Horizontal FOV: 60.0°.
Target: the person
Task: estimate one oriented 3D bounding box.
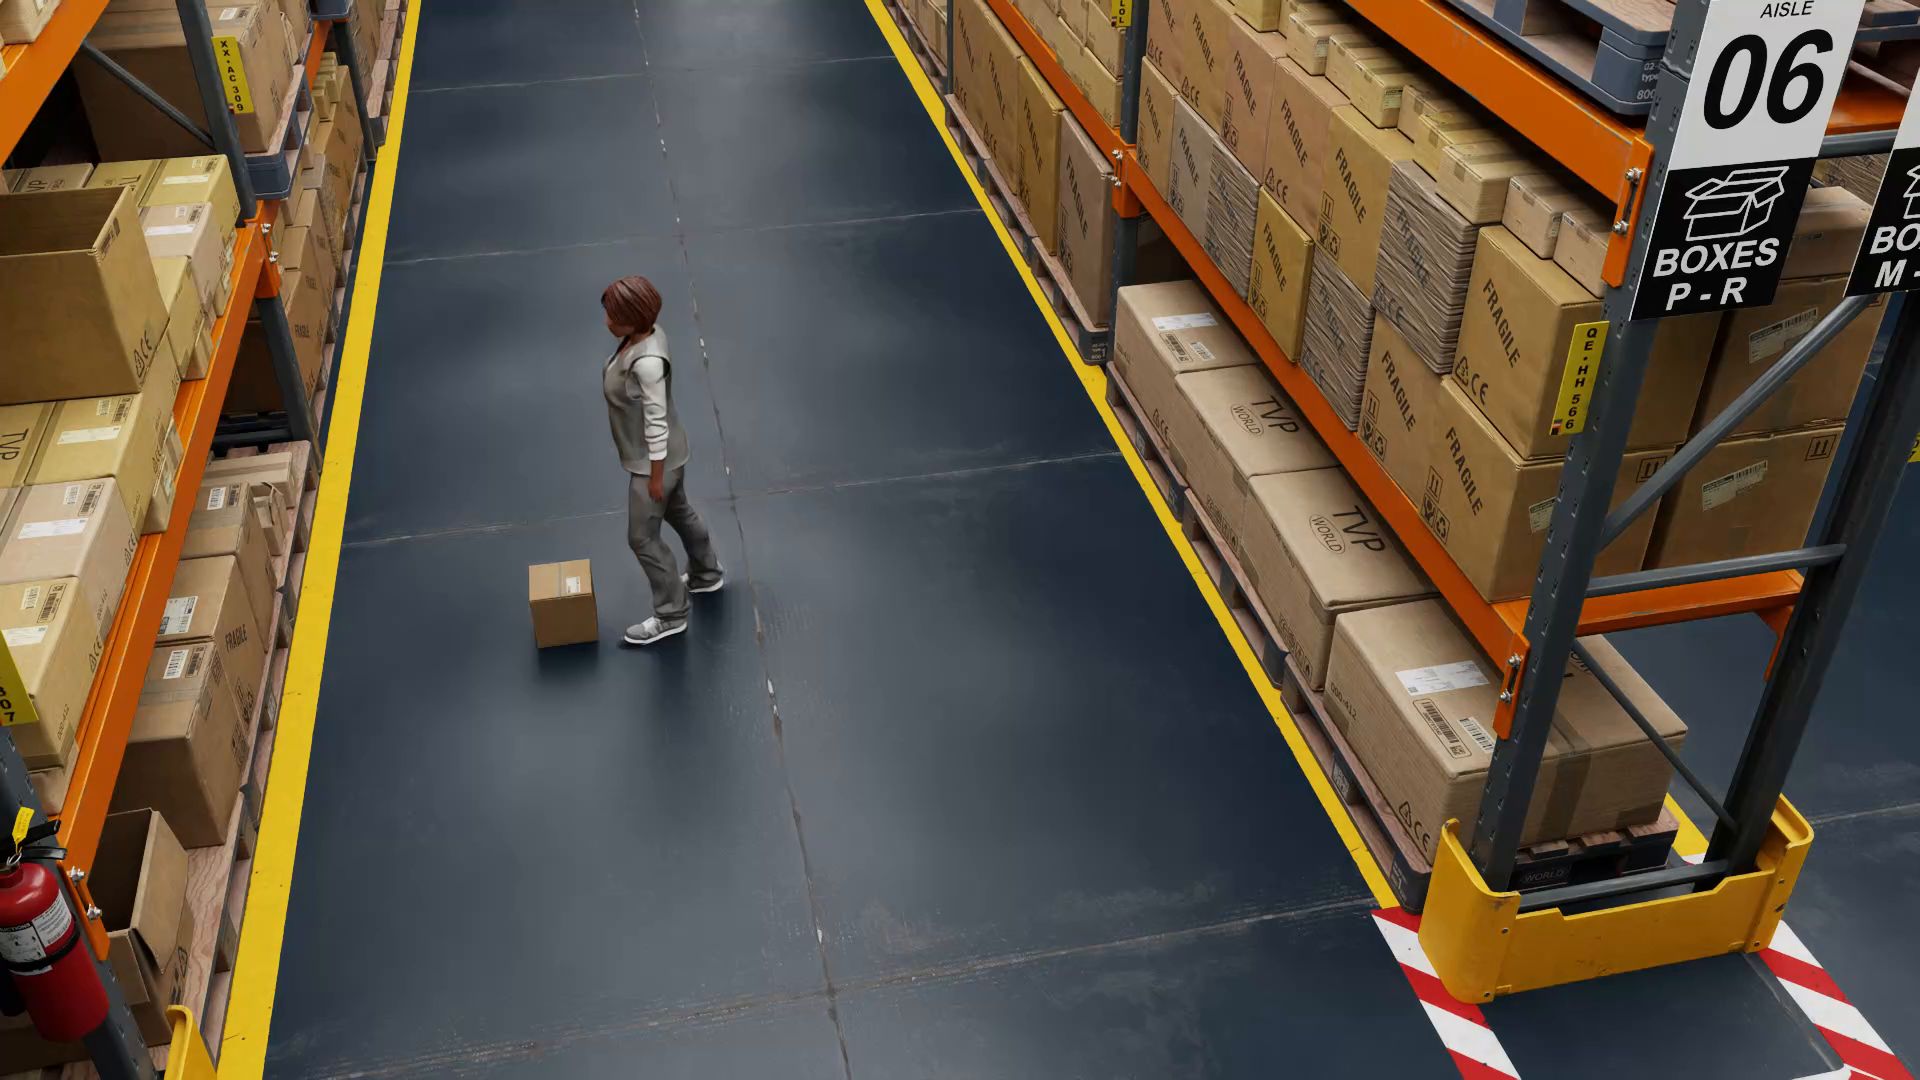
[{"bbox_3d":[-1.215,-0.332,6.656,0.452,1.614,0.463,-8,36,-11],"label":"person"}]
